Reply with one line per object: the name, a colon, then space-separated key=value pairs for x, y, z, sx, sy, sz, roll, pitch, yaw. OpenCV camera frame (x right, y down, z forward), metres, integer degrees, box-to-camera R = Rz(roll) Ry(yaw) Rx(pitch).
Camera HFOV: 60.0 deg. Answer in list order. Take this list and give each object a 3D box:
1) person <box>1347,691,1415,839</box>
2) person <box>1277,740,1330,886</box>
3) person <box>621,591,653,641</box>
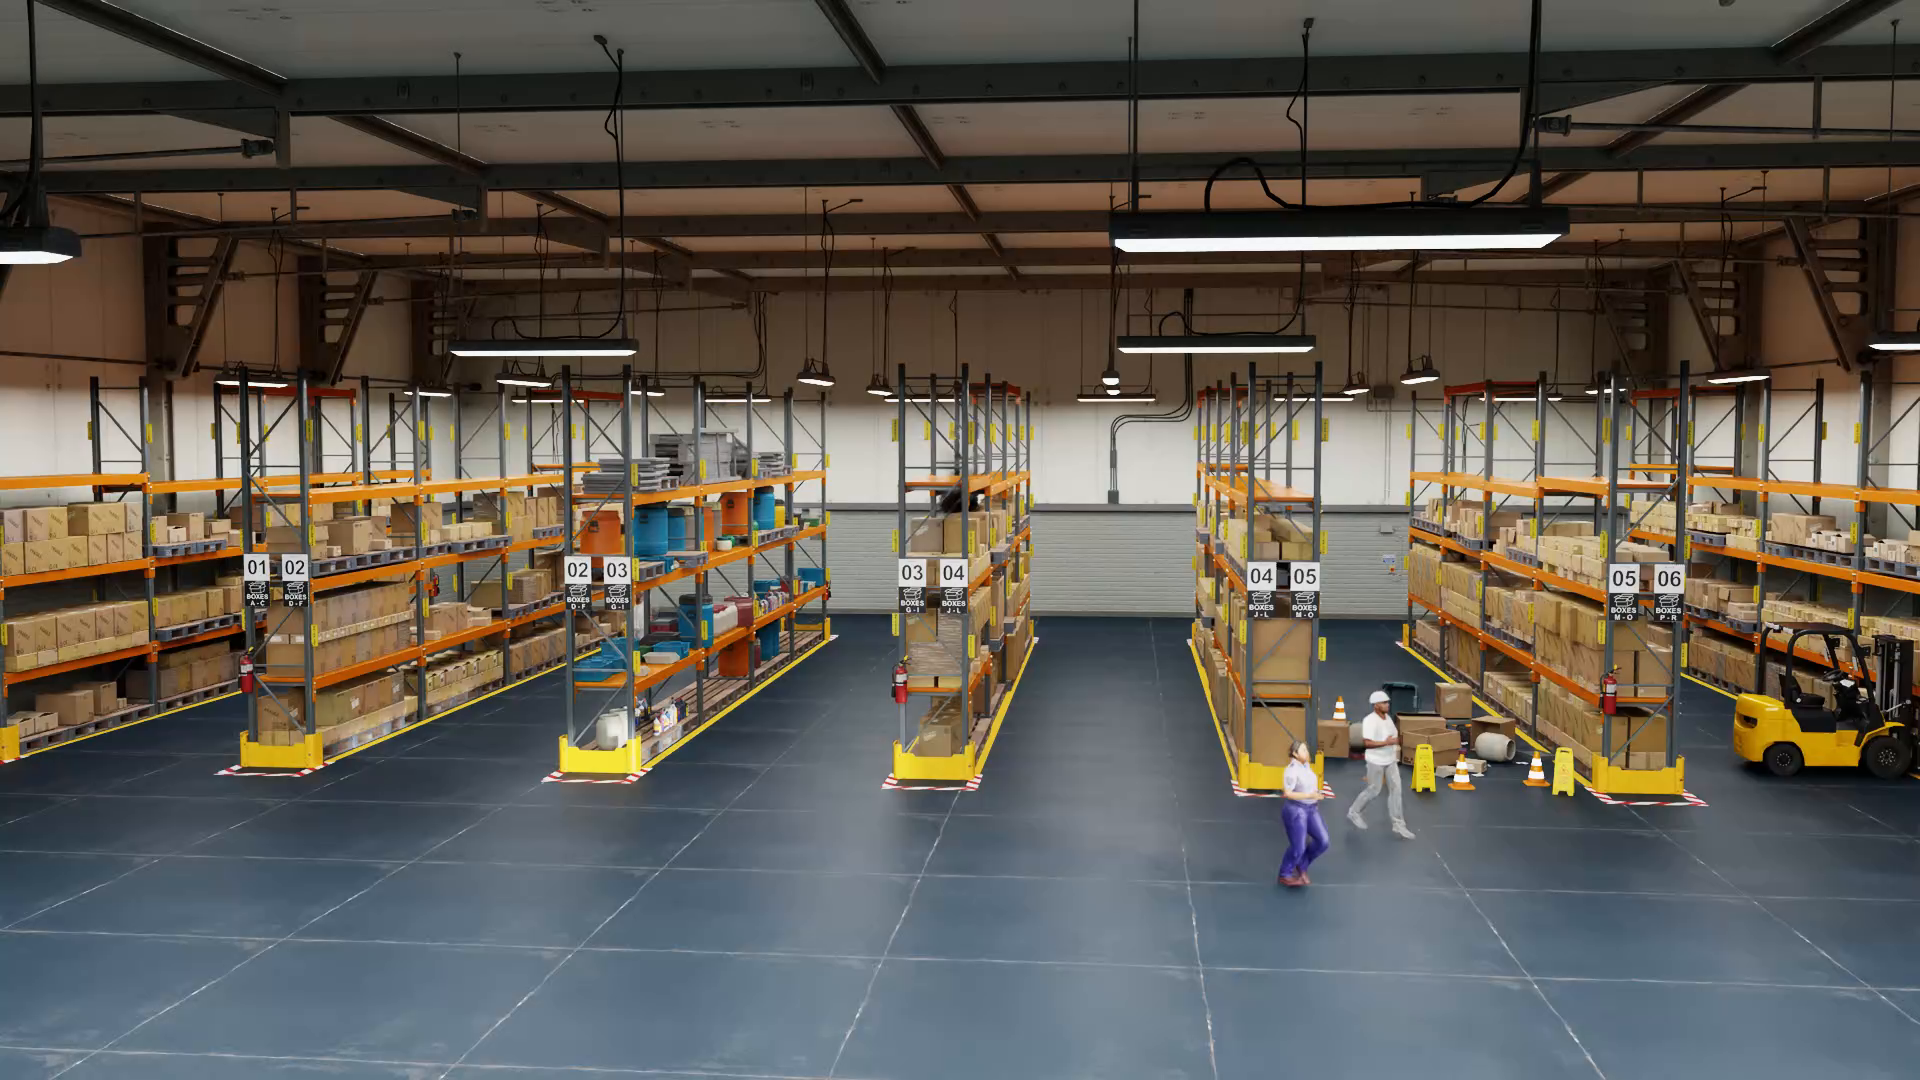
person: x=5.225 y=2.763 z=20.626 sx=0.688 sy=1.785 sz=0.887 roll=-3 pitch=5 yaw=-42
person: x=3.791 y=3.020 z=18.279 sx=0.603 sy=1.636 sz=0.588 roll=3 pitch=5 yaw=43
person: x=-6.818 y=1.879 z=35.042 sx=0.675 sy=1.739 sz=0.597 roll=-1 pitch=4 yaw=-8
